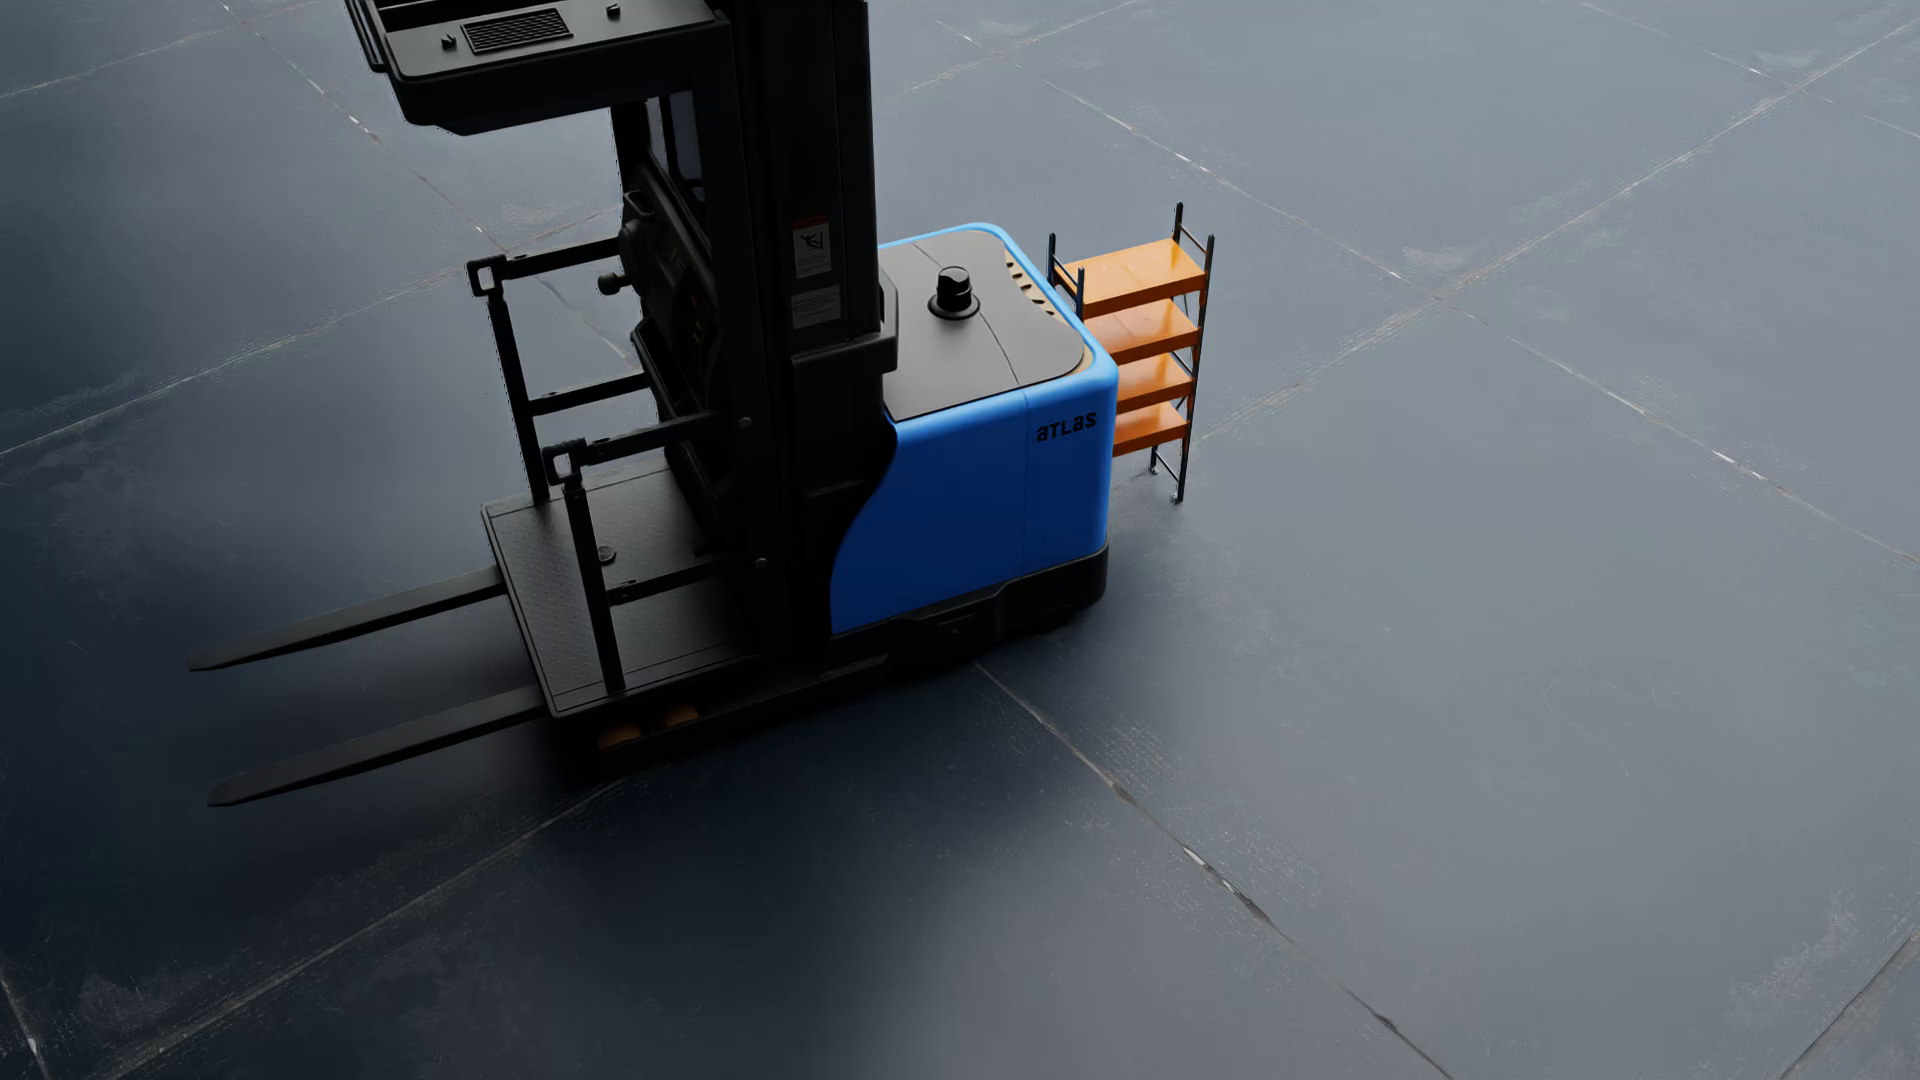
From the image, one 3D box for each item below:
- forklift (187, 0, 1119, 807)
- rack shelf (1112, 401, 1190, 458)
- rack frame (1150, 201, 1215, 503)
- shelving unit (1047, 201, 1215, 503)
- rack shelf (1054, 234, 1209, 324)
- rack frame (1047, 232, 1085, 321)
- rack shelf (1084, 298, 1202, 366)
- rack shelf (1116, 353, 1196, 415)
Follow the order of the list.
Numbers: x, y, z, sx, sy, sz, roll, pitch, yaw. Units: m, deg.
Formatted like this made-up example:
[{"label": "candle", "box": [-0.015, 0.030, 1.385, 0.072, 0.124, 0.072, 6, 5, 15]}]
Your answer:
[{"label": "forklift", "box": [-1.040, -0.724, 4.880, 3.031, 2.935, 1.130, -17, 46, -17]}, {"label": "rack shelf", "box": [0.579, -0.396, 6.183, 0.480, 0.148, 0.258, -17, 46, -17]}, {"label": "rack frame", "box": [0.803, -0.656, 6.072, 0.015, 1.200, 0.240, -17, 46, -17]}, {"label": "shelving unit", "box": [0.579, -0.590, 6.001, 0.503, 1.200, 0.258, -17, 46, -17]}, {"label": "rack shelf", "box": [0.579, -0.876, 5.732, 0.480, 0.148, 0.258, -17, 46, -17]}, {"label": "rack frame", "box": [0.355, -0.523, 5.931, 0.015, 1.200, 0.240, -17, 46, -17]}, {"label": "rack shelf", "box": [0.579, -0.704, 5.894, 0.480, 0.148, 0.258, -17, 46, -17]}, {"label": "rack shelf", "box": [0.579, -0.541, 6.047, 0.480, 0.148, 0.258, -17, 46, -17]}]
